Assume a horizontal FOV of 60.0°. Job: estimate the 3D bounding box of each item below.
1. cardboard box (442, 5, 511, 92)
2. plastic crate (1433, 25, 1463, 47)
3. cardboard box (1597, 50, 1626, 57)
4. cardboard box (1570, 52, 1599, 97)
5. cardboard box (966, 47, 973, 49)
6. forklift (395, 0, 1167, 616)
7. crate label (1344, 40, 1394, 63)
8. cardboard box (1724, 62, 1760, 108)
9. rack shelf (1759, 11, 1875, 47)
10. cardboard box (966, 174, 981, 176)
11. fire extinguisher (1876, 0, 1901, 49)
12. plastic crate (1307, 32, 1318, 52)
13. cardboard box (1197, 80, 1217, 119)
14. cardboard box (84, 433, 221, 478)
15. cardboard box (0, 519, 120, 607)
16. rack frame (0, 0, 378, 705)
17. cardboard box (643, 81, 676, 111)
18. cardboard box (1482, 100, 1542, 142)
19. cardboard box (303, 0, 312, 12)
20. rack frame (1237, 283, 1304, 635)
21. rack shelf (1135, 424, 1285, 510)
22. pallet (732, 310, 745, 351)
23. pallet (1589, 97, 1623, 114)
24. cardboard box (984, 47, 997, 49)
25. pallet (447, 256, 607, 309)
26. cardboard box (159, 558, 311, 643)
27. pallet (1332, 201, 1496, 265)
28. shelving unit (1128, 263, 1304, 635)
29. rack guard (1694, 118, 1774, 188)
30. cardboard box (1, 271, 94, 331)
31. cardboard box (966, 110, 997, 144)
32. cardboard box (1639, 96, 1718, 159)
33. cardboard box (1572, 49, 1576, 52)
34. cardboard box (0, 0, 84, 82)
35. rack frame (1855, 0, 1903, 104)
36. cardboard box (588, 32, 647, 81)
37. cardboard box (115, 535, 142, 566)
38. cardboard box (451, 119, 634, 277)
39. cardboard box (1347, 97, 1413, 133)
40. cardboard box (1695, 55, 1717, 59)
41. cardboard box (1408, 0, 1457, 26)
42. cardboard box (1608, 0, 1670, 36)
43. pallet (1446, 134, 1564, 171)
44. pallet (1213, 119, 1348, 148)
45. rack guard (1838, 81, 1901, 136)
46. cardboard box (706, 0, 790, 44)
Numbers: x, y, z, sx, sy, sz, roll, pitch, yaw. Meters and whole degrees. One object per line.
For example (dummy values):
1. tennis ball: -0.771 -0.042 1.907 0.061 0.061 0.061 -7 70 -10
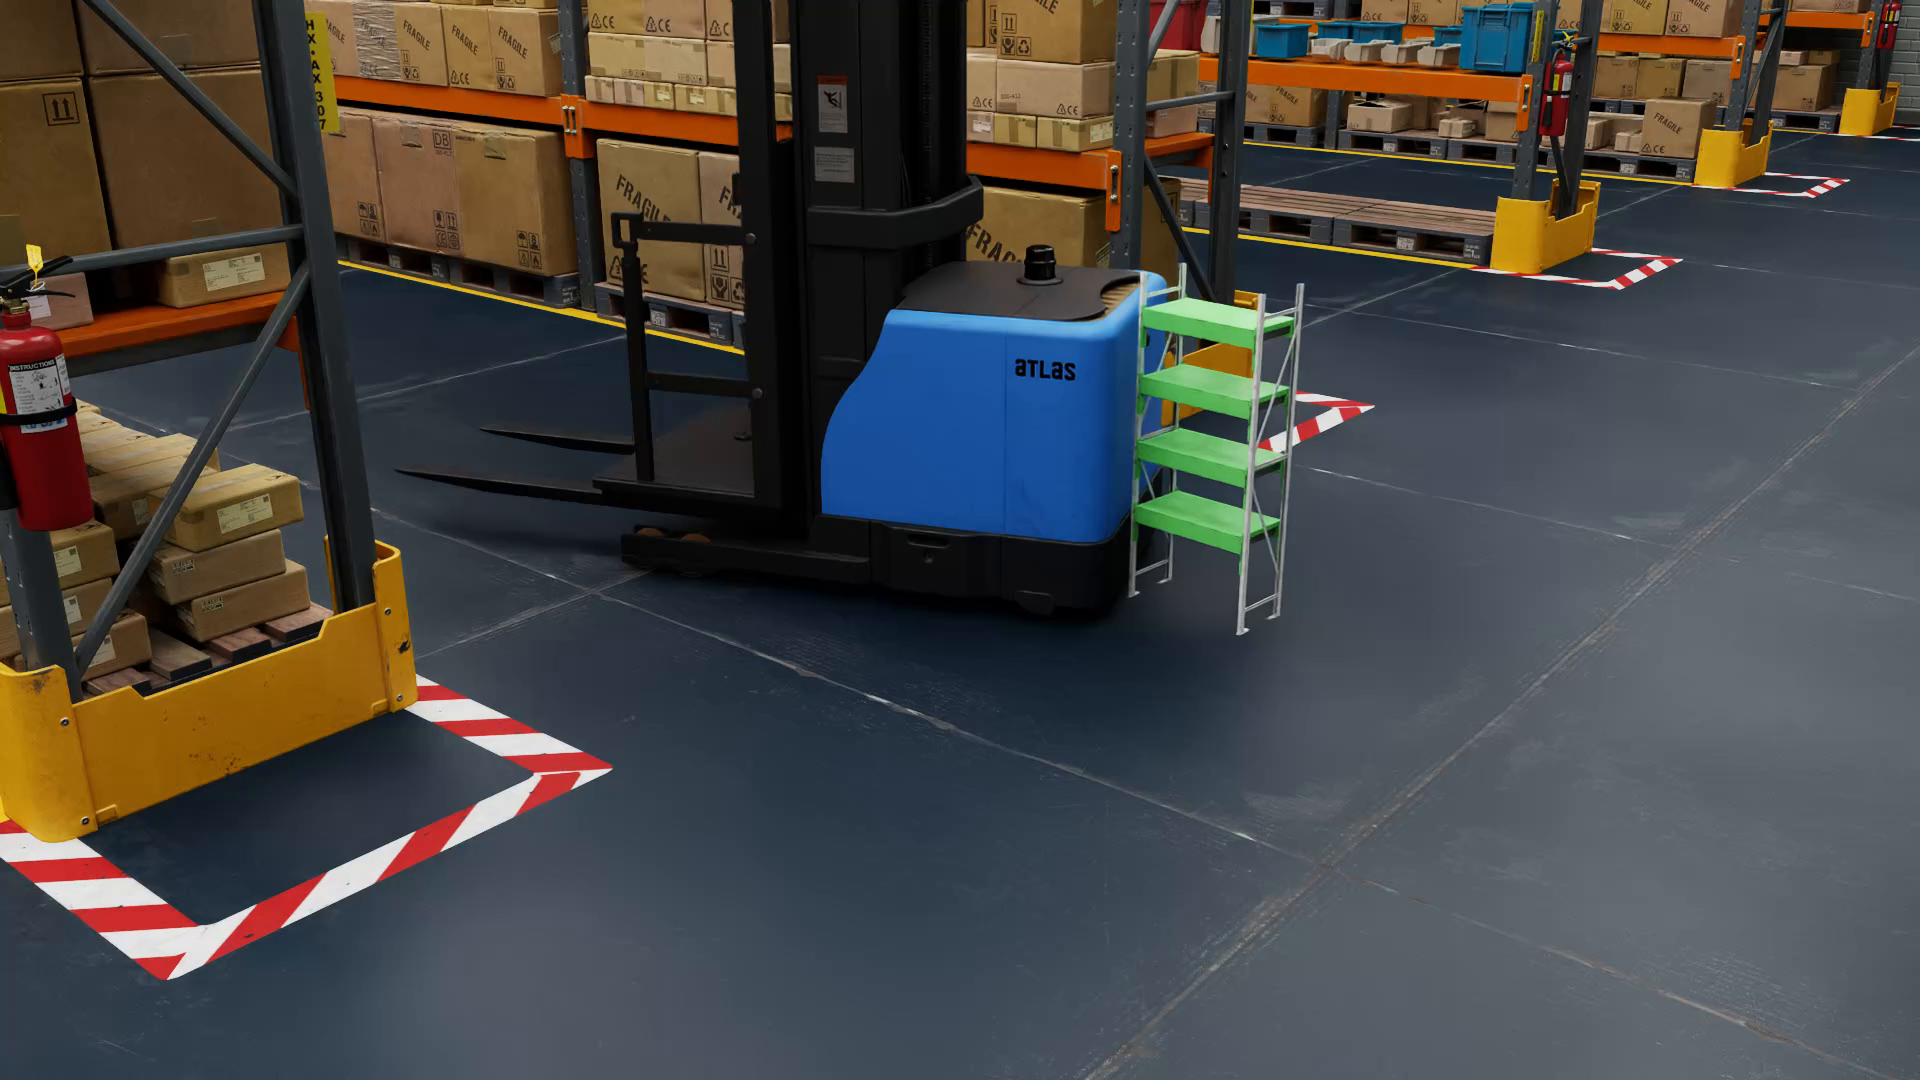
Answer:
1. cardboard box: -2.947 -3.170 10.682 0.500 0.500 0.500 17 27 38
2. plastic crate: 3.705 -3.685 12.340 0.300 0.233 0.416 16 26 36
3. cardboard box: 8.028 -6.053 20.496 0.250 0.149 0.380 17 27 38
4. cardboard box: 7.878 -5.876 20.946 0.500 0.500 0.700 16 26 37
5. cardboard box: -0.264 -2.420 8.627 0.500 0.250 0.500 15 25 35
6. forklift: -0.773 -1.396 6.217 3.031 2.935 1.130 7 22 17
7. crate label: 3.005 -3.604 12.263 0.243 0.136 0.396 16 26 36
8. cardboard box: 9.469 -5.419 19.733 0.500 0.500 0.700 16 26 36
9. rack shelf: 8.913 -6.261 20.039 4.000 0.370 1.077 16 26 36
10. cardboard box: -0.185 -1.615 9.117 0.875 0.875 0.875 16 26 36
11. fire extinguisher: 10.287 -5.781 18.385 0.183 0.674 0.296 16 26 36
12. plastic crate: 2.638 -3.934 13.137 0.466 0.136 0.293 16 26 36
13. cardboard box: 2.905 -4.981 18.545 0.500 0.500 0.500 16 26 37
14. cardboard box: -2.743 -0.226 5.619 0.250 0.149 0.380 16 26 36
15. cardboard box: -2.718 0.054 4.875 0.250 0.149 0.380 16 26 37
16. rack frame: -2.148 -0.756 4.421 0.127 3.000 1.000 16 26 36
17. cardboard box: -1.606 -2.590 9.641 0.250 0.149 0.380 17 27 38
18. cardboard box: 5.693 -4.309 16.757 0.637 0.503 0.797 16 26 36
19. cardboard box: -4.526 -3.623 11.884 0.500 0.500 0.500 15 25 35
20. rack frame: 1.055 -0.261 5.660 0.015 1.200 0.240 19 28 41
21. rack shelf: 0.881 -0.262 5.843 0.480 0.148 0.258 19 28 41
22. pallet: -0.544 -1.214 9.587 1.213 0.211 1.003 16 26 36
23. pallet: 7.903 -5.548 21.081 1.213 0.211 1.003 16 26 36
24. cardboard box: 0.458 -2.453 8.713 0.500 0.250 0.500 16 26 36
25. pallet: -2.678 -1.828 11.217 1.213 0.211 1.003 16 26 36
26. cardboard box: -2.352 0.177 5.392 0.250 0.149 0.380 17 26 37
27. pallet: 3.584 -2.333 12.555 1.213 0.211 1.003 16 26 36
28. shelving unit: 0.881 -0.322 5.821 0.503 1.200 0.258 19 28 41
29. rack guard: 7.274 -3.644 15.622 0.348 0.500 1.175 16 26 36
30. cardboard box: -2.579 -0.634 4.454 0.250 0.149 0.380 16 26 36
31. cardboard box: 0.185 -2.075 8.276 0.250 0.149 0.380 16 26 36
32. cardboard box: 6.756 -3.886 15.642 0.500 0.500 0.500 16 26 36
33. cardboard box: 7.891 -6.266 21.061 0.250 0.149 0.380 16 26 36
34. cardboard box: -2.660 -1.444 4.265 0.500 0.500 0.500 15 26 35
35. rack frame: 10.462 -6.151 18.729 0.127 3.000 1.000 16 26 36
36. cardboard box: -1.834 -2.874 9.830 0.500 0.250 0.500 16 26 35
37. cardboard box: -2.568 -0.021 5.497 0.250 0.149 0.380 16 26 36
38. cardboard box: -2.541 -2.321 10.988 0.875 0.875 1.225 16 26 36
39. cardboard box: 4.422 -4.484 17.494 0.500 0.311 0.500 16 26 36
40. cardboard box: 9.097 -5.920 20.143 0.250 0.149 0.380 16 26 37
41. cardboard box: 4.855 -5.434 16.685 0.500 0.500 0.500 17 26 37
42. cardboard box: 6.410 -4.983 15.490 0.500 0.500 0.500 16 26 37
43. pallet: 5.715 -3.958 16.866 1.213 0.211 1.003 16 26 36
44. pallet: 3.580 -4.555 18.448 1.213 0.211 1.003 16 26 36
45. rack guard: 10.481 -4.976 19.156 0.348 0.500 1.175 16 26 36
46. cardboard box: -1.040 -2.998 9.095 0.500 0.500 0.500 15 25 35
